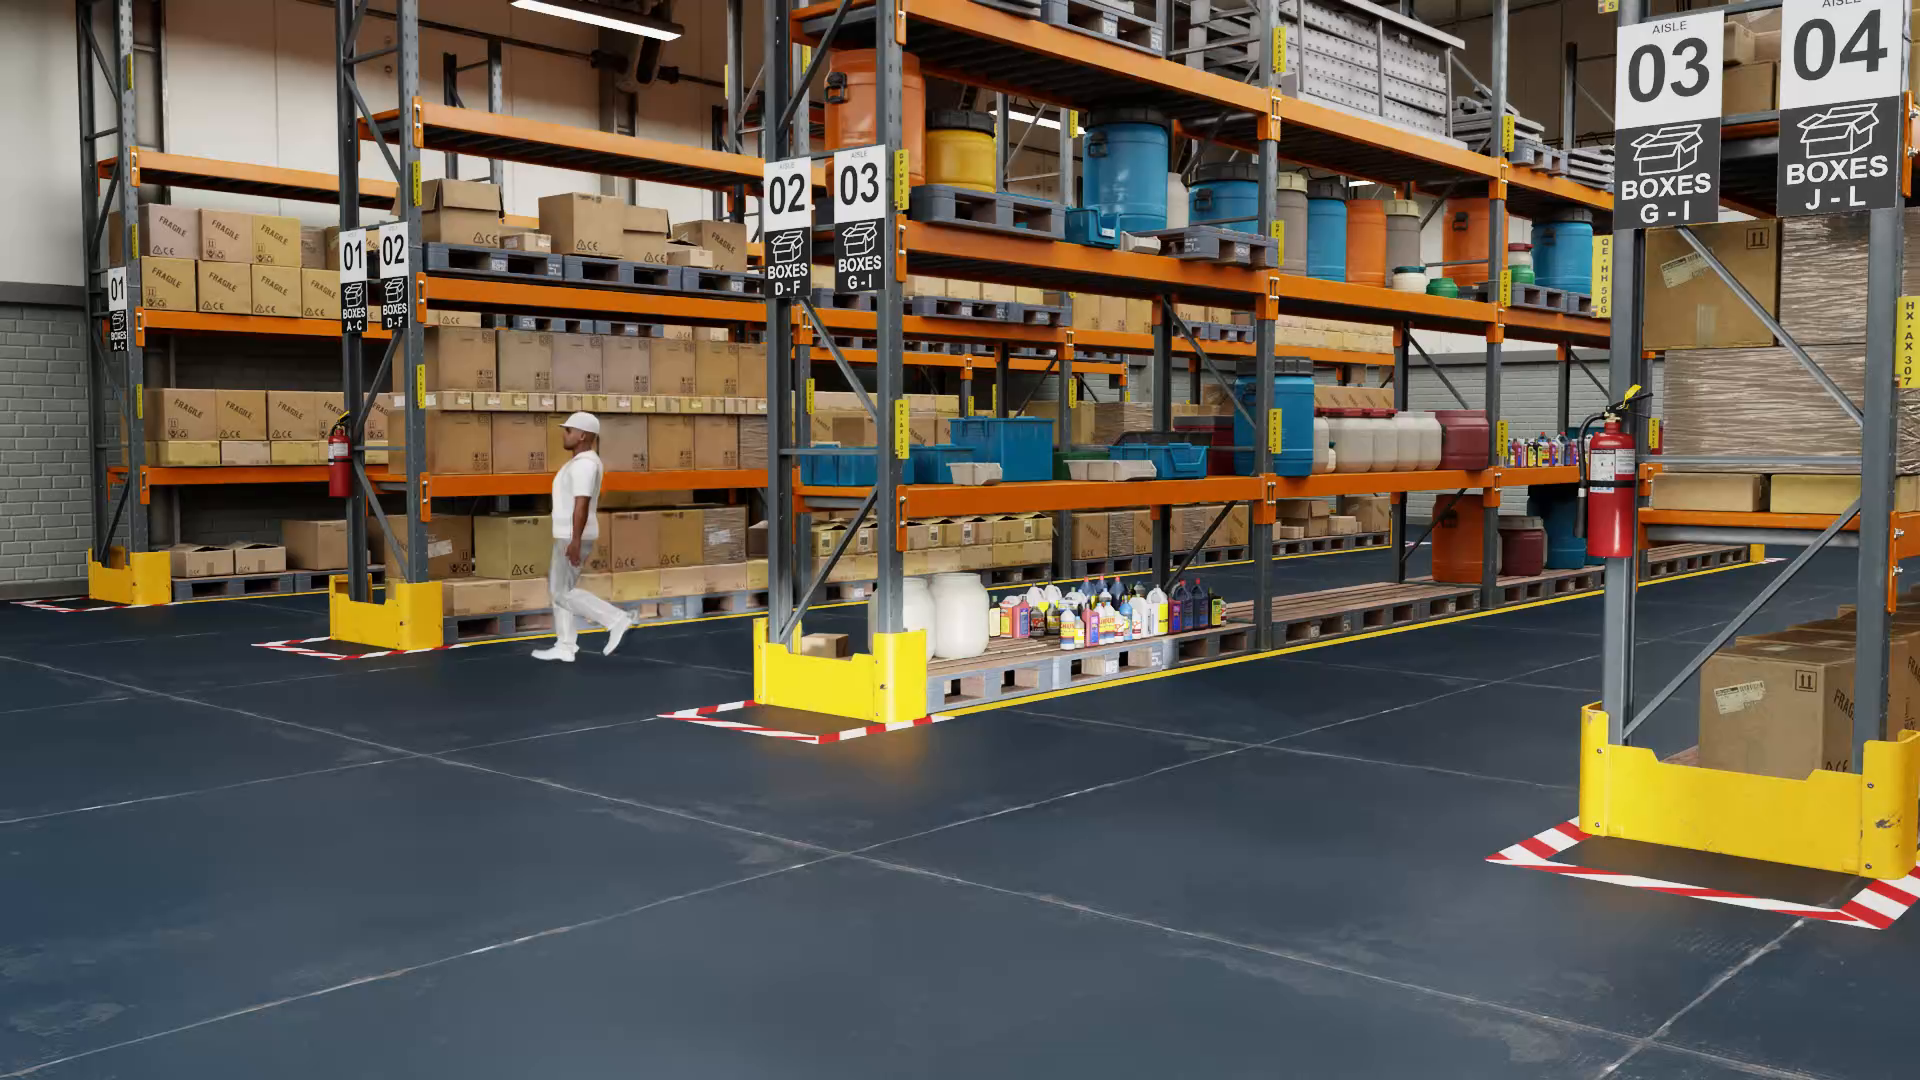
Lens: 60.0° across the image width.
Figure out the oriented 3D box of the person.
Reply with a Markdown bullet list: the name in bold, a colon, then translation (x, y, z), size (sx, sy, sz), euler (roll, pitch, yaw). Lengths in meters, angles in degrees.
- **person**: translation (-2.656, -0.018, 11.634), size (0.706, 1.747, 0.588), euler (-1, 4, -10)
